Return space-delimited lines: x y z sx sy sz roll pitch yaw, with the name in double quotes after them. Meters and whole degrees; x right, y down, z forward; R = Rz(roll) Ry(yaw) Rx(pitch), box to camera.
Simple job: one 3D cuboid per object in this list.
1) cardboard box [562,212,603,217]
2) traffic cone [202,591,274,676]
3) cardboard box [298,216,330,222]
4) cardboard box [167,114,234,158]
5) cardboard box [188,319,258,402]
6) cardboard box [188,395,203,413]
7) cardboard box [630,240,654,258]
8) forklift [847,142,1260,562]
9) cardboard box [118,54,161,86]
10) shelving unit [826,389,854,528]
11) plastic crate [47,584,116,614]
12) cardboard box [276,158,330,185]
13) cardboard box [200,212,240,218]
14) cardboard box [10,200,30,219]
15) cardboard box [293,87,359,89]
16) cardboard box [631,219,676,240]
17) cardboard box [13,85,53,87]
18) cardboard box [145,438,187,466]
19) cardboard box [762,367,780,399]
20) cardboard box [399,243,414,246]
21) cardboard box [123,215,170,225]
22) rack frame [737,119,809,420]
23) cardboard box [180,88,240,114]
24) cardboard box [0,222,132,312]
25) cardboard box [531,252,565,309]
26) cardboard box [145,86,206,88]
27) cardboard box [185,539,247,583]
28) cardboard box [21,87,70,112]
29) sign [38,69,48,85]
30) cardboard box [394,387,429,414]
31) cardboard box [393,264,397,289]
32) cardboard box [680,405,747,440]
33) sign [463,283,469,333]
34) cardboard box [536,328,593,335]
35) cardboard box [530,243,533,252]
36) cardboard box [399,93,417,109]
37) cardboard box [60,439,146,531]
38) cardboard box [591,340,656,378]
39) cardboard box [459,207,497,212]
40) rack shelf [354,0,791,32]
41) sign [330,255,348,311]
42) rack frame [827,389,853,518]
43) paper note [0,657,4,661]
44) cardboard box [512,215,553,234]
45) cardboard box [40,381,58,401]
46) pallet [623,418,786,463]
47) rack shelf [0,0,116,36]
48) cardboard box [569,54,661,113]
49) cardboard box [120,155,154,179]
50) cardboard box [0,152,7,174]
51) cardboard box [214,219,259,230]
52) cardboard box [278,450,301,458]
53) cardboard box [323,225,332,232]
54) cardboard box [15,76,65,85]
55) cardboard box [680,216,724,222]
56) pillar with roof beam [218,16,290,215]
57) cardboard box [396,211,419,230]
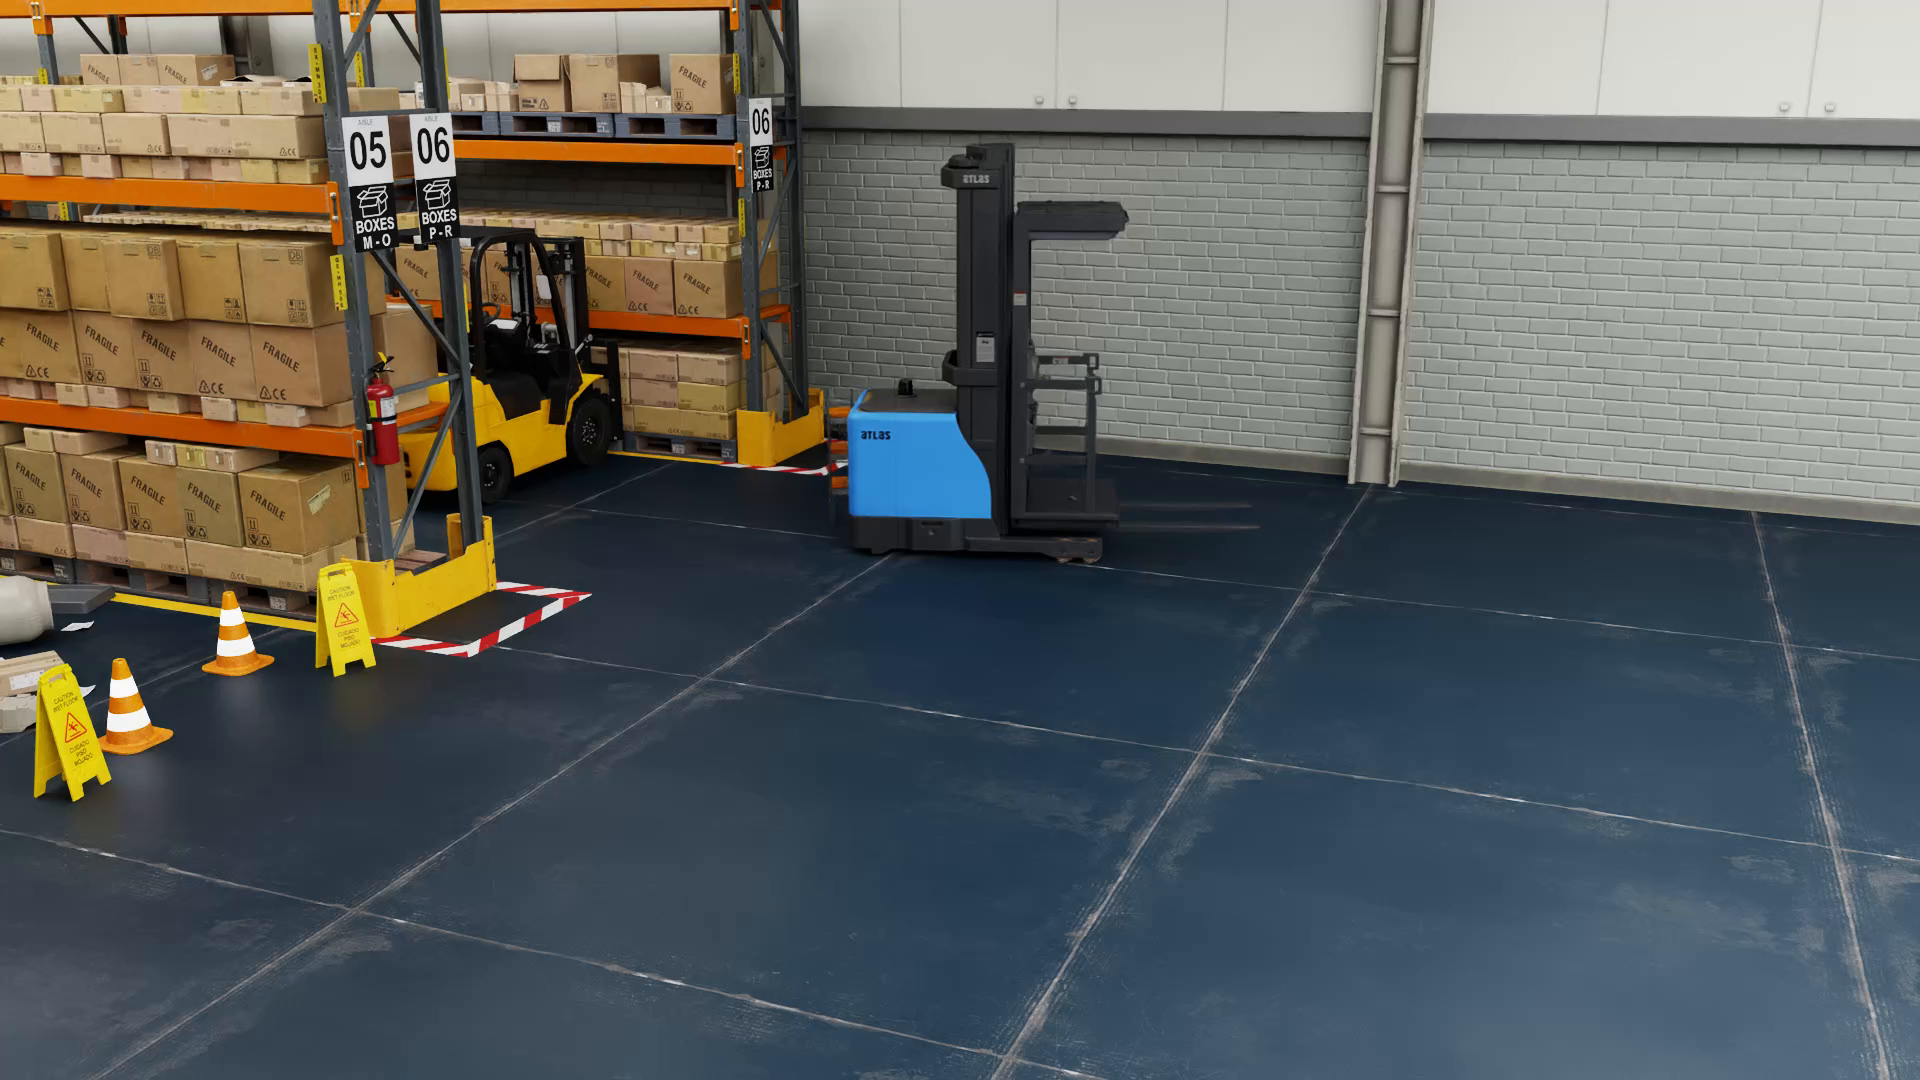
-3.585 -3.045 15.906 0.250 0.149 0.380 7 18 22 "cardboard box"
-4.367 0.535 10.000 0.334 0.463 0.336 6 17 21 "traffic cone"
-6.575 -3.241 17.115 0.250 0.149 0.380 6 17 21 "cardboard box"
-4.531 -2.523 10.338 0.500 0.250 0.500 6 17 20 "cardboard box"
-4.564 -1.201 10.717 0.500 0.500 0.500 6 17 21 "cardboard box"
-4.864 -0.946 11.002 0.250 0.149 0.380 7 17 21 "cardboard box"
-2.795 -2.673 15.157 0.250 0.149 0.380 6 17 20 "cardboard box"
0.707 -1.400 12.240 3.031 2.935 1.130 1 16 3 "forklift"
-8.027 -4.655 16.835 0.500 0.500 0.700 6 17 20 "cardboard box"
-0.921 -0.638 12.978 0.215 1.050 0.252 -2 17 -3 "shelving unit"
-6.055 0.393 11.178 0.583 0.080 0.402 0 16 1 "plastic crate"
-3.928 -2.257 10.139 0.250 0.149 0.380 6 17 21 "cardboard box"
-7.770 -3.364 17.539 0.250 0.149 0.380 6 17 20 "cardboard box"
-10.704 -3.450 18.238 0.637 0.503 0.797 6 17 19 "cardboard box"
-3.990 -2.787 10.535 0.250 0.149 0.380 6 17 20 "cardboard box"
-2.785 -2.827 15.156 0.250 0.149 0.380 6 17 21 "cardboard box"
-6.360 -3.053 11.450 0.250 0.149 0.380 7 17 22 "cardboard box"
-5.178 -0.615 11.081 0.250 0.149 0.380 7 18 23 "cardboard box"
-2.037 -1.484 15.689 0.500 0.250 0.500 7 17 22 "cardboard box"
-5.197 -2.929 16.040 0.250 0.149 0.380 6 17 20 "cardboard box"
-8.432 -3.284 17.261 0.250 0.149 0.380 7 18 22 "cardboard box"
-1.676 -2.261 15.082 0.127 3.000 1.000 6 17 21 "rack frame"
-4.604 -2.731 10.342 0.250 0.149 0.380 6 17 21 "cardboard box"
-5.961 -1.836 11.112 0.500 0.500 0.700 6 17 19 "cardboard box"
-3.658 -2.448 15.546 0.500 0.500 0.500 6 17 21 "cardboard box"
-5.153 -2.929 11.024 0.250 0.149 0.380 7 17 22 "cardboard box"
-4.823 0.077 11.206 0.500 0.250 0.500 6 17 21 "cardboard box"
-5.810 -2.850 10.749 0.250 0.149 0.380 6 17 20 "cardboard box"
-9.319 -4.628 16.927 0.005 0.325 0.100 6 17 21 "sign"
-3.734 -0.941 10.986 0.250 0.149 0.380 6 17 21 "cardboard box"
-5.759 -2.720 16.932 0.500 0.250 0.500 7 17 22 "cardboard box"
-2.229 -1.109 15.291 0.500 0.250 0.500 6 17 21 "cardboard box"
-3.295 -1.530 11.011 0.005 0.325 0.100 6 17 21 "sign"
-3.926 -1.928 16.321 0.500 0.250 0.500 6 17 21 "cardboard box"
-4.017 -2.791 15.564 0.250 0.149 0.380 6 17 19 "cardboard box"
-5.091 -4.115 15.607 0.250 0.149 0.380 7 17 22 "cardboard box"
-5.781 -0.388 11.465 0.500 0.500 0.500 7 18 24 "cardboard box"
-3.169 -1.689 15.495 0.500 0.250 0.500 7 17 21 "cardboard box"
-4.771 -3.182 16.378 0.250 0.149 0.380 6 17 19 "cardboard box"
-3.536 -4.809 15.107 4.000 0.370 1.077 6 17 21 "rack shelf"
-3.716 -1.539 9.952 0.005 0.325 0.100 6 17 21 "sign"
-0.927 -0.673 13.095 0.200 1.050 0.008 -2 17 -3 "rack frame"
-5.838 0.752 10.050 0.142 0.019 0.148 14 21 40 "paper note"
-3.982 -2.952 15.586 0.250 0.149 0.380 6 17 20 "cardboard box"
-6.050 -1.062 11.400 0.250 0.149 0.380 6 17 20 "cardboard box"
-2.403 -0.990 15.703 1.213 0.211 1.003 6 17 21 "pallet"
-10.978 -5.628 17.926 4.000 0.370 1.077 6 17 21 "rack shelf"
-3.093 -4.112 14.966 0.500 0.500 0.700 6 17 21 "cardboard box"
-5.109 -2.396 10.616 0.250 0.149 0.380 6 17 19 "cardboard box"
-6.302 -2.533 11.090 0.250 0.149 0.380 7 18 22 "cardboard box"
-7.271 -3.137 16.758 0.250 0.149 0.380 6 17 19 "cardboard box"
-4.653 -0.424 11.587 0.500 0.500 0.500 6 17 19 "cardboard box"
-6.043 -3.029 16.384 0.250 0.149 0.380 6 17 20 "cardboard box"
-9.546 -4.741 17.264 0.250 0.149 0.380 7 18 22 "cardboard box"
-2.392 -2.912 15.449 0.250 0.149 0.380 7 17 22 "cardboard box"
-9.154 -4.945 13.565 0.400 9.000 9.100 6 17 21 "pillar with roof beam"
-5.209 -3.063 15.969 0.250 0.149 0.380 7 17 22 "cardboard box"
